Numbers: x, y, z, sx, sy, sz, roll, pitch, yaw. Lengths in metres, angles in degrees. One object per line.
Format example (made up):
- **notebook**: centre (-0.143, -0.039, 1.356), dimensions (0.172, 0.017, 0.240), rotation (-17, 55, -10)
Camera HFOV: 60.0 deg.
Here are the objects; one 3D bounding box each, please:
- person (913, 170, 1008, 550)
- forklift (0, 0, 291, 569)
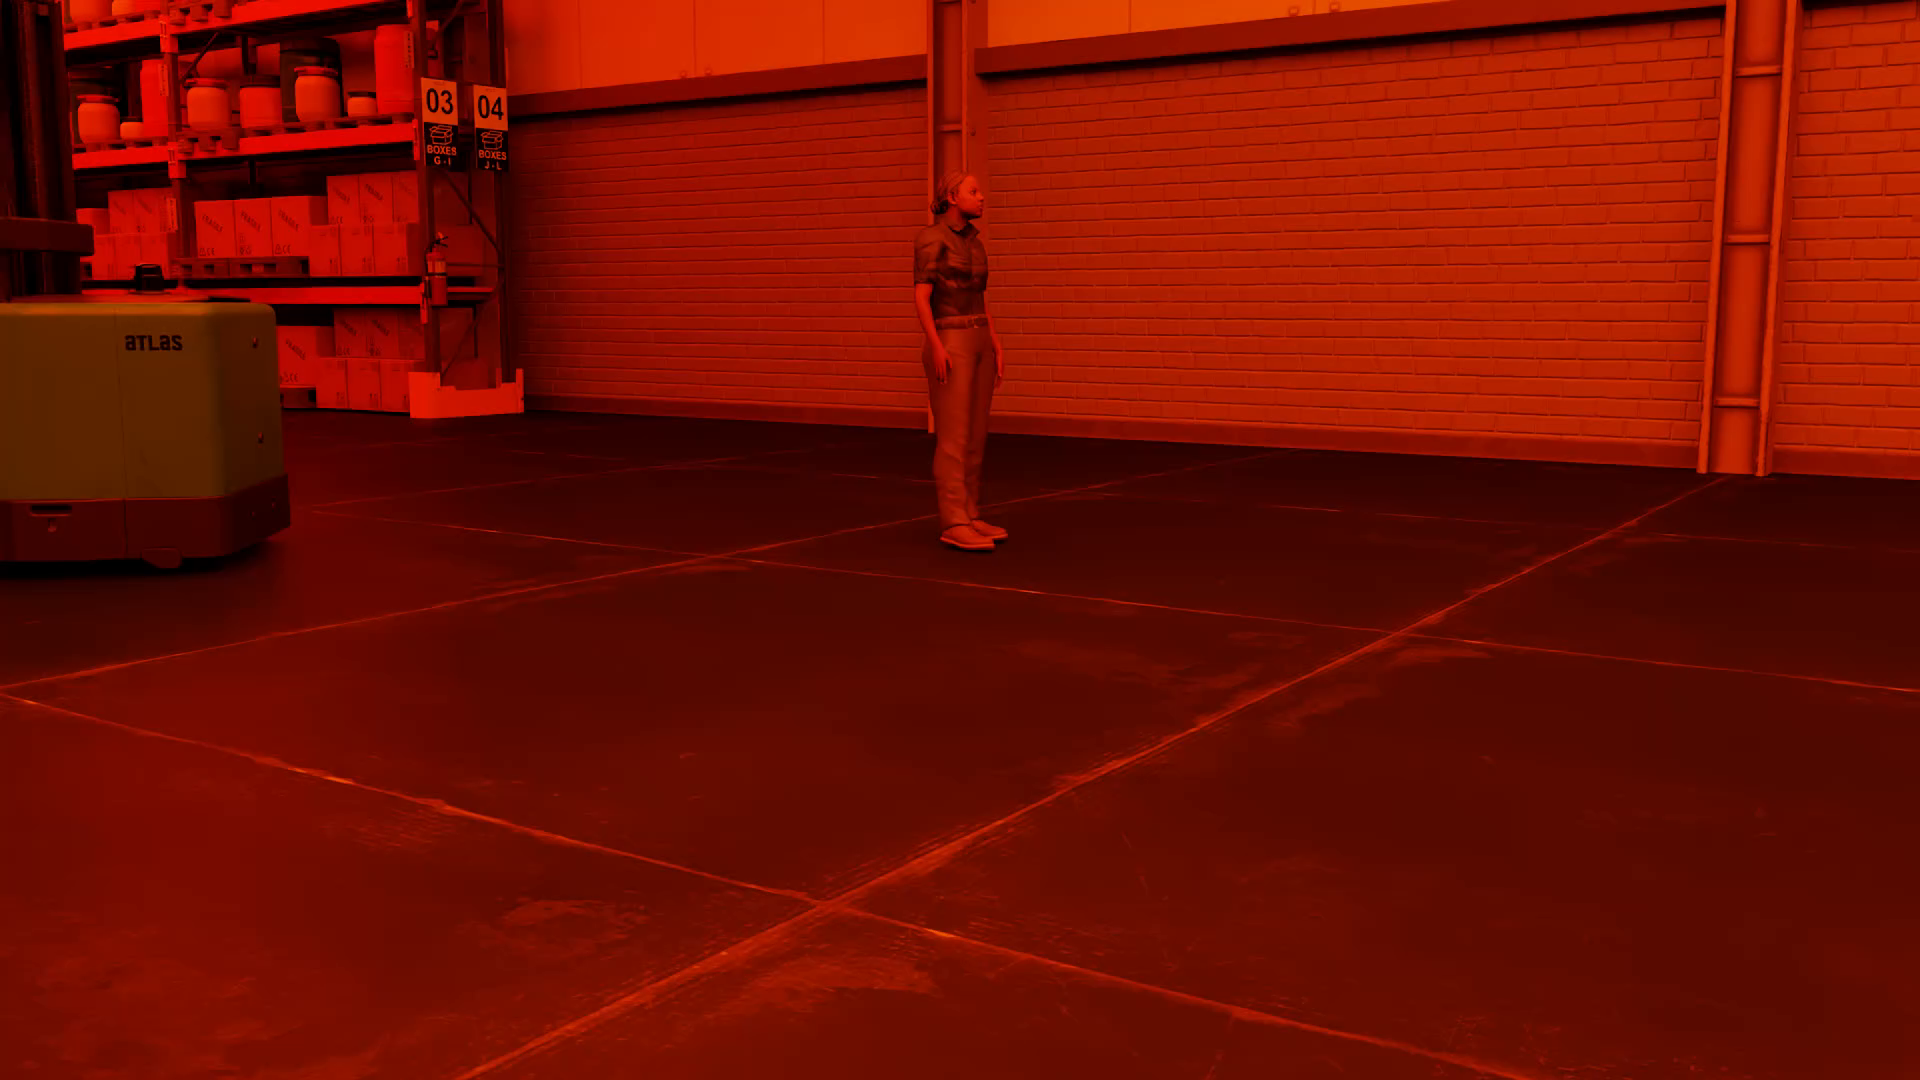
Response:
- **person**: centre (0.061, -0.817, 7.421), dimensions (0.504, 1.654, 0.569), rotation (5, 10, 34)
- **forklift**: centre (-4.482, -1.356, 6.731), dimensions (3.031, 2.935, 1.130), rotation (-1, 8, -8)
